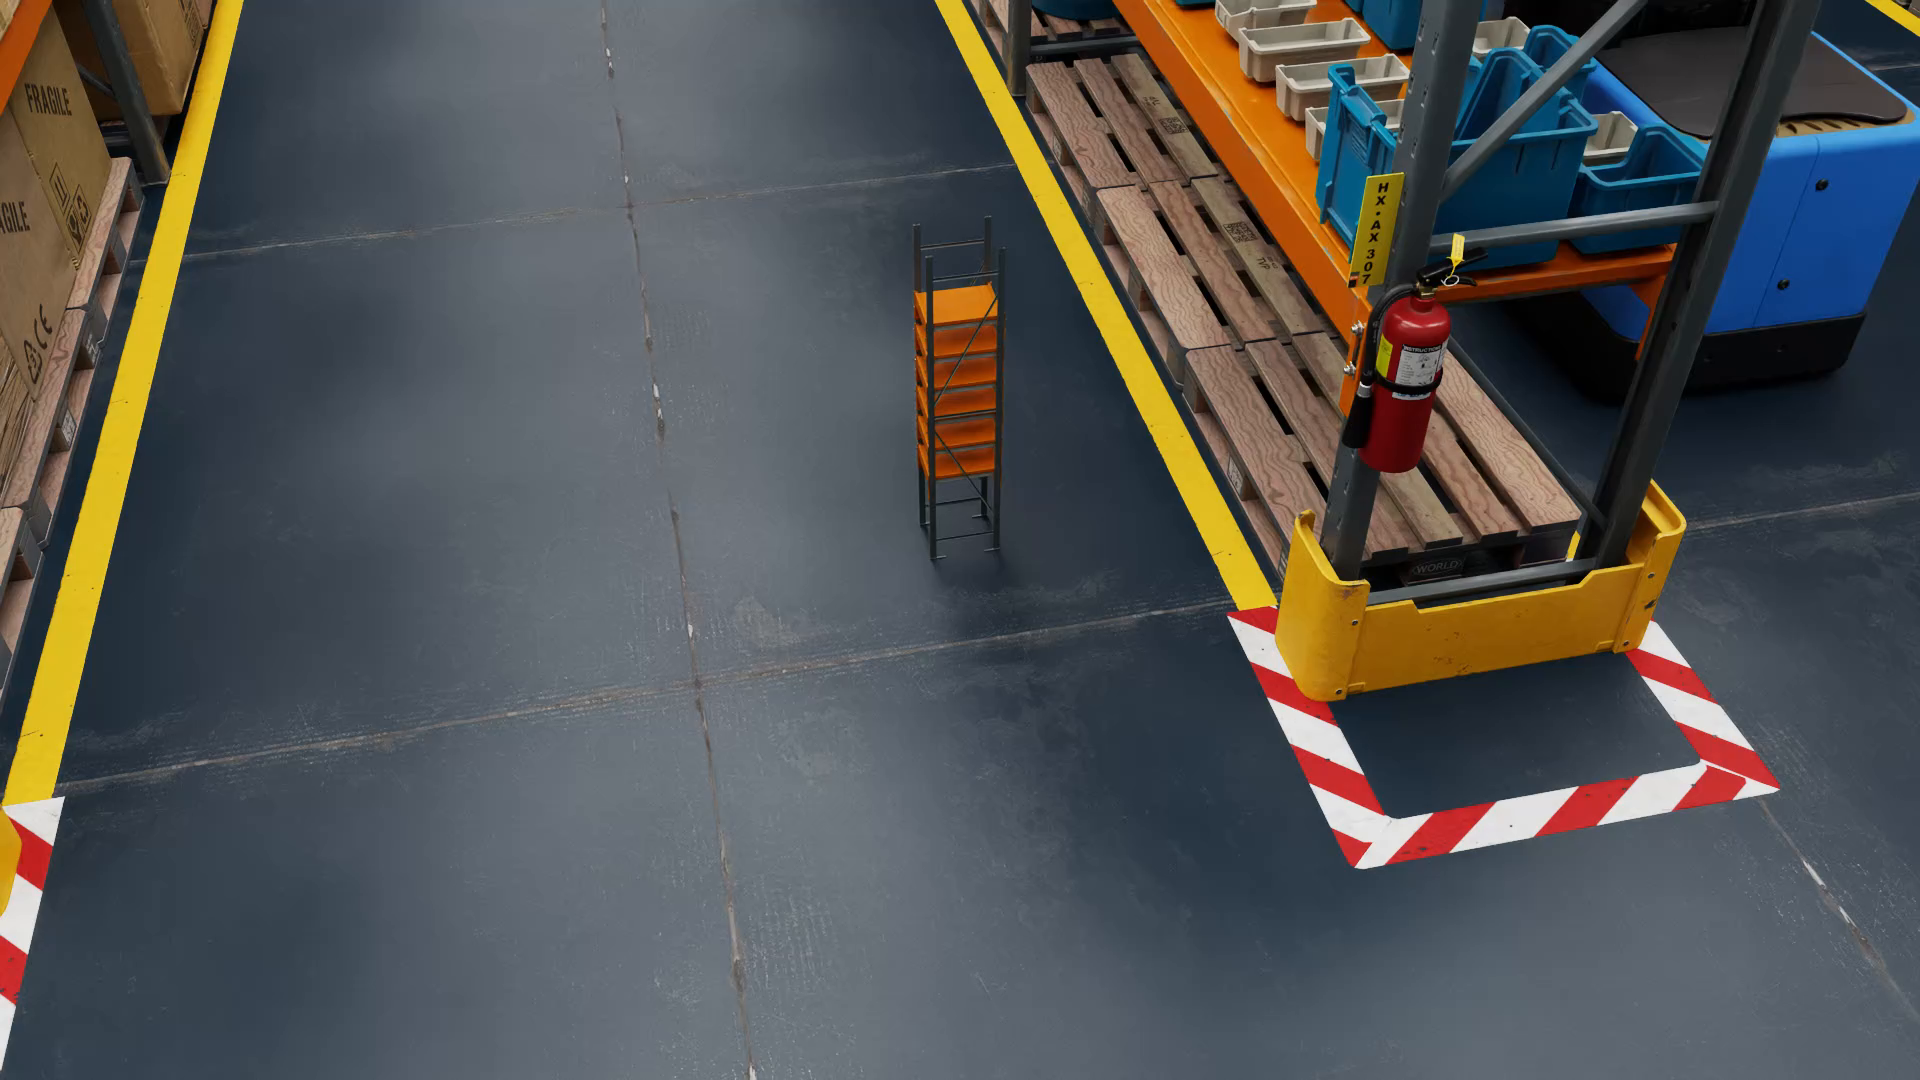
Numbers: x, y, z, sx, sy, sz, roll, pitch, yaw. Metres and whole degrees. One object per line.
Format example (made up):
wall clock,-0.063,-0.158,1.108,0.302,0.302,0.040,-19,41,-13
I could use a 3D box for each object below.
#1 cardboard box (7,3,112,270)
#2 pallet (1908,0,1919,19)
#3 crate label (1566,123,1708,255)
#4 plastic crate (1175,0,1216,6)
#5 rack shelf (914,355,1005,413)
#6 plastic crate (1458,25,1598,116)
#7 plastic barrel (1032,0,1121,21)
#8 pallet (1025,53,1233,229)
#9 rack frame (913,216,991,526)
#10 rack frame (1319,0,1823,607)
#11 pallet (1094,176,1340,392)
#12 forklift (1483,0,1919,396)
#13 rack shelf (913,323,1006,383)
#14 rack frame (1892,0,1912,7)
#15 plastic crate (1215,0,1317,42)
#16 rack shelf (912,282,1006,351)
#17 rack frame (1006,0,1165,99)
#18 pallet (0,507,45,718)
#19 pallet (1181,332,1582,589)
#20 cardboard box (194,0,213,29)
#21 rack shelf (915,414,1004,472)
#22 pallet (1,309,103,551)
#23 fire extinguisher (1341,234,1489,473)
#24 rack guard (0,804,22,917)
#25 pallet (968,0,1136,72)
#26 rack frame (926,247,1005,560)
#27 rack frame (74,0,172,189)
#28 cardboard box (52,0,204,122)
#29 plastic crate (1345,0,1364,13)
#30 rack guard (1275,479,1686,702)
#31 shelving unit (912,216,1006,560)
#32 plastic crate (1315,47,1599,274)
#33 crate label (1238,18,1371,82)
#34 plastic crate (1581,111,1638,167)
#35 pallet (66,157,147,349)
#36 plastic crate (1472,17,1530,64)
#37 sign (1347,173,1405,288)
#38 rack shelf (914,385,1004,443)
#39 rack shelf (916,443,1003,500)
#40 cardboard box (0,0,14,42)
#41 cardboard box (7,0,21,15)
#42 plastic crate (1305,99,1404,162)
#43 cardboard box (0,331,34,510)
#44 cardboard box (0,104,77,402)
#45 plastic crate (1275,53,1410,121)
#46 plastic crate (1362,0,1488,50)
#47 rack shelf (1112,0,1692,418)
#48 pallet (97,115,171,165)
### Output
cardboard box,-4.039,-1.623,6.603,0.875,0.875,0.875,-8,42,-9
pallet,5.718,-2.629,8.553,1.003,0.211,1.213,-8,42,-9
crate label,1.865,-0.984,4.680,0.416,0.233,0.303,-8,42,-9
plastic crate,0.903,-2.071,5.905,0.416,0.233,0.300,-8,42,-9
rack shelf,-0.003,-0.515,5.312,0.258,0.103,0.180,-8,42,-9
plastic crate,1.723,-1.411,5.161,0.416,0.233,0.300,-8,42,-9
plastic barrel,0.632,-3.137,8.289,0.600,0.901,0.708,-8,42,-9
pallet,0.930,-1.896,7.727,1.003,0.211,1.213,-8,42,-9
rack frame,-0.023,-0.517,5.429,0.240,1.200,0.006,-8,42,-9
rack frame,1.597,-0.817,4.411,1.000,3.000,0.127,-8,42,-9
pallet,1.197,-1.103,6.834,1.003,0.211,1.213,-8,42,-9
forklift,2.633,-2.624,6.499,1.130,2.935,3.031,-8,42,-9
rack shelf,-0.003,-0.604,5.232,0.258,0.103,0.180,-8,42,-9
rack frame,5.571,-4.117,8.129,1.000,3.000,0.127,-8,42,-9
plastic crate,1.029,-1.800,5.671,0.298,0.136,0.250,-8,42,-9
rack shelf,-0.003,-0.694,5.153,0.258,0.103,0.180,-8,42,-9
rack frame,0.733,-3.410,7.332,1.000,3.000,0.127,-8,42,-9
pallet,-3.489,0.429,5.108,1.003,0.211,1.213,-8,42,-9
pallet,1.456,-0.314,5.945,1.003,0.211,1.213,-8,42,-9
cardboard box,-4.454,-3.054,8.215,1.225,0.875,0.875,-10,43,-11
rack shelf,-0.003,-0.335,5.471,0.258,0.103,0.180,-8,42,-9
pallet,-3.749,-0.361,5.997,1.003,0.211,1.213,-8,42,-9
fire extinguisher,1.185,-0.486,4.377,0.296,0.674,0.183,-8,42,-9
rack guard,-3.235,0.843,4.424,1.175,0.500,0.348,-8,42,-9
pallet,0.607,-2.873,8.828,1.003,0.211,1.213,-8,42,-9
rack frame,0.017,-0.399,5.295,0.240,1.200,0.006,-8,42,-9
rack frame,-4.103,-2.700,6.532,1.000,3.000,0.127,-8,42,-9
cardboard box,-4.261,-2.475,7.562,1.225,0.875,0.875,-8,42,-9
plastic crate,1.516,-2.032,5.861,0.416,0.233,0.300,-8,42,-9
rack guard,1.614,0.132,5.225,1.175,0.500,0.348,-8,42,-9
shelving unit,-0.003,-0.458,5.362,0.258,1.200,0.189,-8,42,-9
plastic crate,1.342,-1.043,4.594,0.616,0.435,0.499,-8,42,-9
crate label,1.111,-1.610,5.458,0.396,0.136,0.243,-8,42,-9
plastic crate,1.876,-1.168,4.959,0.250,0.136,0.298,-8,42,-9
pallet,-4.015,-1.153,6.890,1.003,0.211,1.213,-8,42,-9
plastic crate,1.730,-1.607,5.455,0.250,0.136,0.298,-8,42,-9
sign,1.063,-0.789,4.256,0.100,0.325,0.005,-8,42,-9
rack shelf,-0.003,-0.425,5.392,0.258,0.103,0.180,-8,42,-9
rack shelf,-0.003,-0.245,5.551,0.258,0.103,0.180,-8,42,-9
cardboard box,-3.495,-1.788,5.694,0.380,0.149,0.250,-8,42,-8
cardboard box,-3.551,-1.955,5.883,0.380,0.149,0.250,-8,42,-8
plastic crate,1.244,-1.243,5.045,0.396,0.136,0.243,-8,42,-9
cardboard box,-3.652,-0.463,5.296,0.875,0.875,0.875,-8,42,-9
cardboard box,-3.844,-1.040,5.946,0.875,0.875,0.875,-8,42,-9
plastic crate,1.195,-1.433,5.259,0.396,0.136,0.243,-8,42,-9
plastic crate,1.580,-1.837,5.641,0.416,0.233,0.300,-8,42,-9
rack shelf,1.165,-1.844,6.110,1.077,0.370,4.000,-8,42,-9
pallet,-4.343,-2.147,8.009,1.003,0.211,1.213,-8,42,-9
